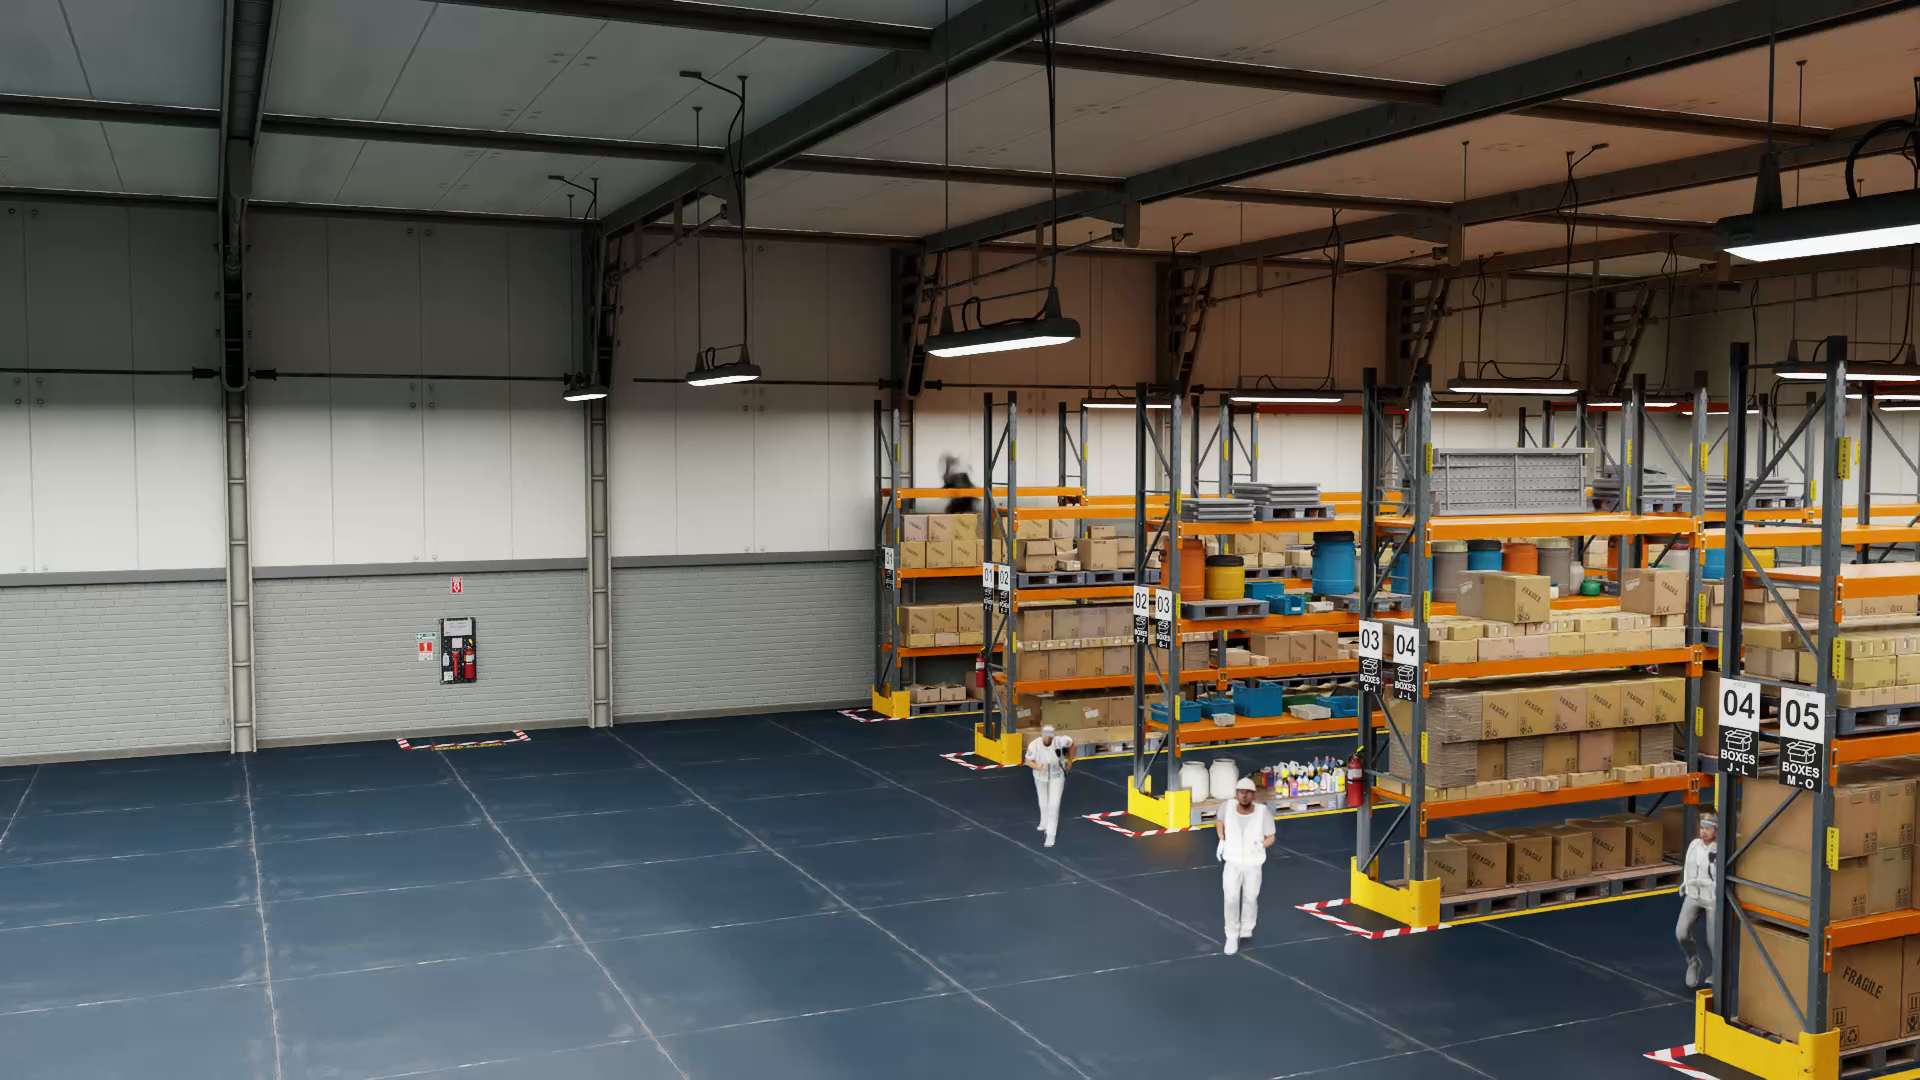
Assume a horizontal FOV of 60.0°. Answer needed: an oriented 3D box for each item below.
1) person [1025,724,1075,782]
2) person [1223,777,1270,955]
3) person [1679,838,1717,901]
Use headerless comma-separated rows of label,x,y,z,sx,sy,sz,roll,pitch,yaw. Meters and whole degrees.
person,1.157,2.735,21.423,0.645,0.786,0.666,0,3,5
person,2.935,3.304,17.055,0.475,1.818,0.675,1,3,10
person,6.996,3.117,15.653,0.618,0.609,0.582,-3,4,-40
